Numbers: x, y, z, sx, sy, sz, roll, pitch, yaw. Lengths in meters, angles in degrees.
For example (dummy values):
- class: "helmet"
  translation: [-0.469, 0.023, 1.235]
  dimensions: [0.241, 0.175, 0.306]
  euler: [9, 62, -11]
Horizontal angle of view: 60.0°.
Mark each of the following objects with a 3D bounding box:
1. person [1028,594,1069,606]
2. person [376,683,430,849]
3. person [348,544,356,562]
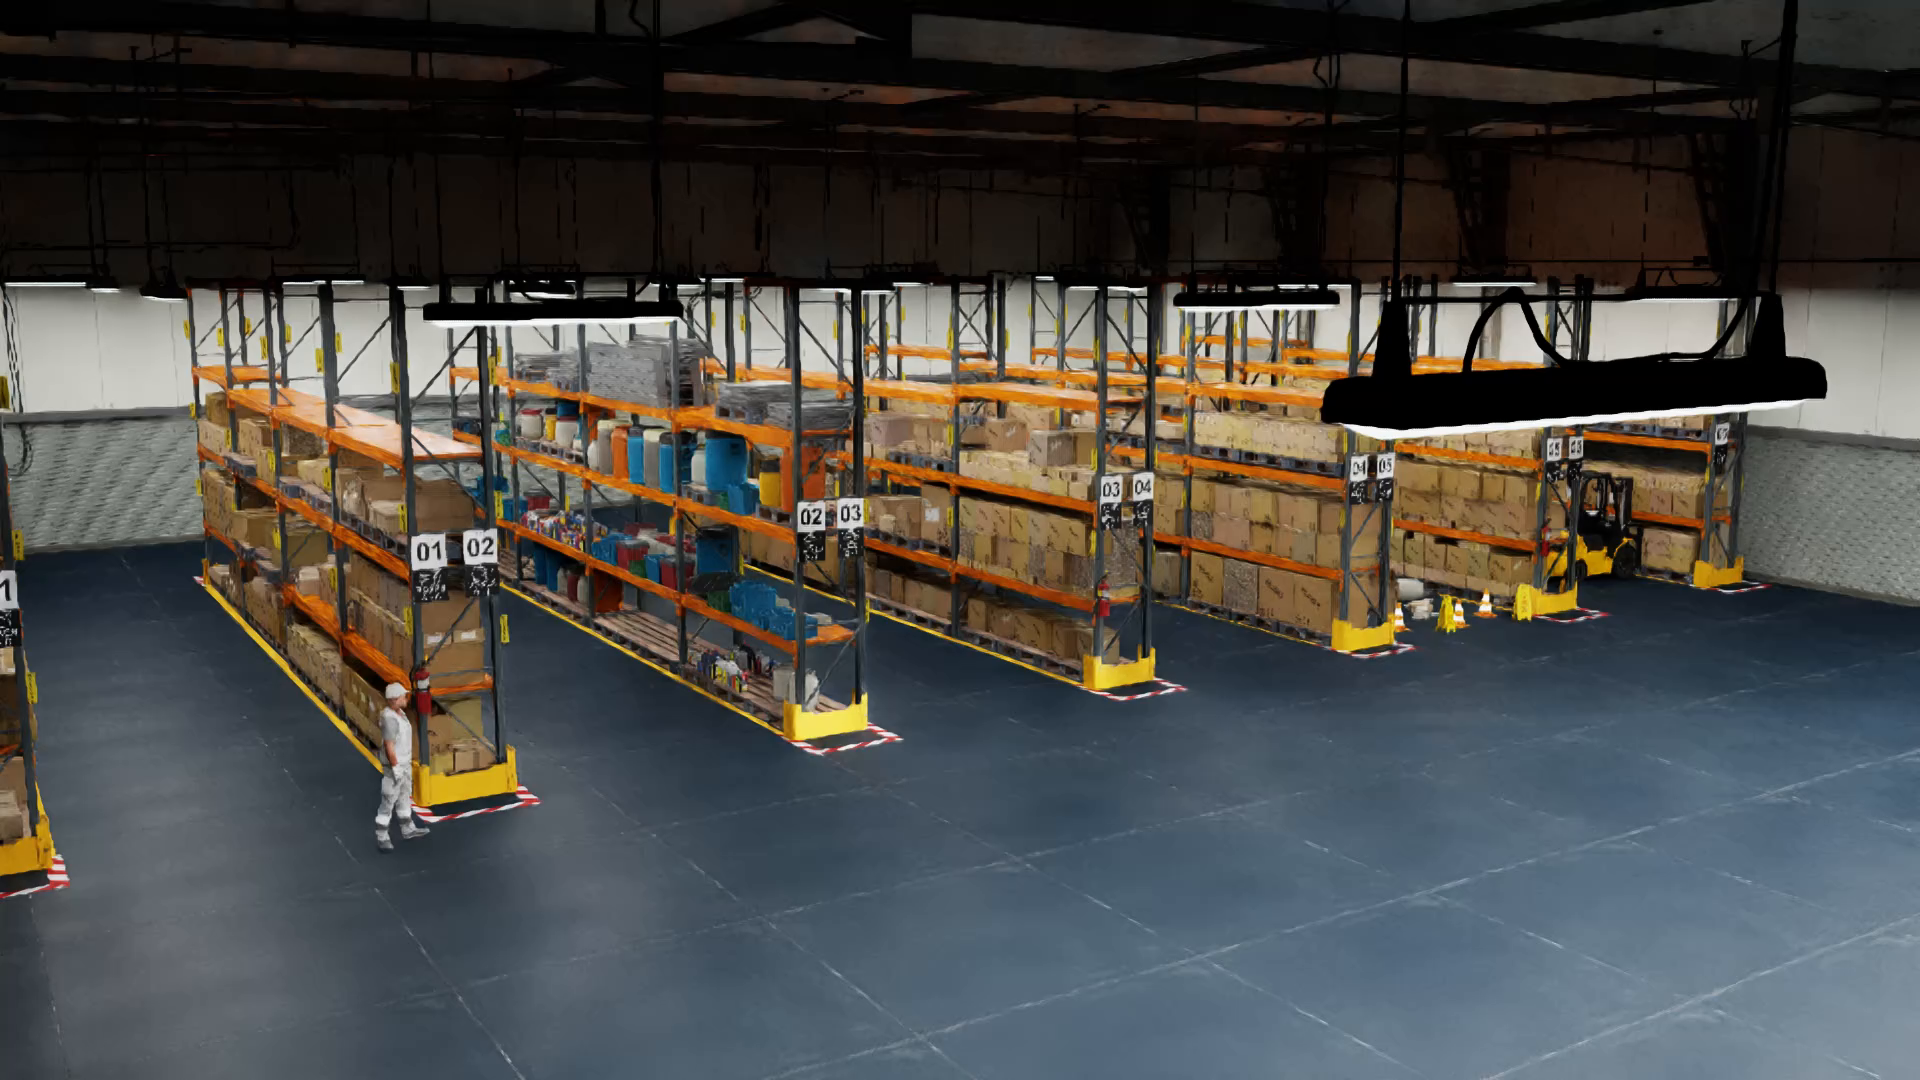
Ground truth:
- class: "person"
  translation: [1.567, 0.360, 29.391]
  dimensions: [0.495, 1.577, 1.091]
  euler: [-6, 11, -30]
- class: "person"
  translation: [-6.135, 2.437, 18.123]
  dimensions: [0.483, 1.794, 0.633]
  euler: [-1, 10, -4]
- class: "person"
  translation: [-11.066, 0.426, 30.653]
  dimensions: [0.456, 1.595, 1.019]
  euler: [-6, 11, -33]
